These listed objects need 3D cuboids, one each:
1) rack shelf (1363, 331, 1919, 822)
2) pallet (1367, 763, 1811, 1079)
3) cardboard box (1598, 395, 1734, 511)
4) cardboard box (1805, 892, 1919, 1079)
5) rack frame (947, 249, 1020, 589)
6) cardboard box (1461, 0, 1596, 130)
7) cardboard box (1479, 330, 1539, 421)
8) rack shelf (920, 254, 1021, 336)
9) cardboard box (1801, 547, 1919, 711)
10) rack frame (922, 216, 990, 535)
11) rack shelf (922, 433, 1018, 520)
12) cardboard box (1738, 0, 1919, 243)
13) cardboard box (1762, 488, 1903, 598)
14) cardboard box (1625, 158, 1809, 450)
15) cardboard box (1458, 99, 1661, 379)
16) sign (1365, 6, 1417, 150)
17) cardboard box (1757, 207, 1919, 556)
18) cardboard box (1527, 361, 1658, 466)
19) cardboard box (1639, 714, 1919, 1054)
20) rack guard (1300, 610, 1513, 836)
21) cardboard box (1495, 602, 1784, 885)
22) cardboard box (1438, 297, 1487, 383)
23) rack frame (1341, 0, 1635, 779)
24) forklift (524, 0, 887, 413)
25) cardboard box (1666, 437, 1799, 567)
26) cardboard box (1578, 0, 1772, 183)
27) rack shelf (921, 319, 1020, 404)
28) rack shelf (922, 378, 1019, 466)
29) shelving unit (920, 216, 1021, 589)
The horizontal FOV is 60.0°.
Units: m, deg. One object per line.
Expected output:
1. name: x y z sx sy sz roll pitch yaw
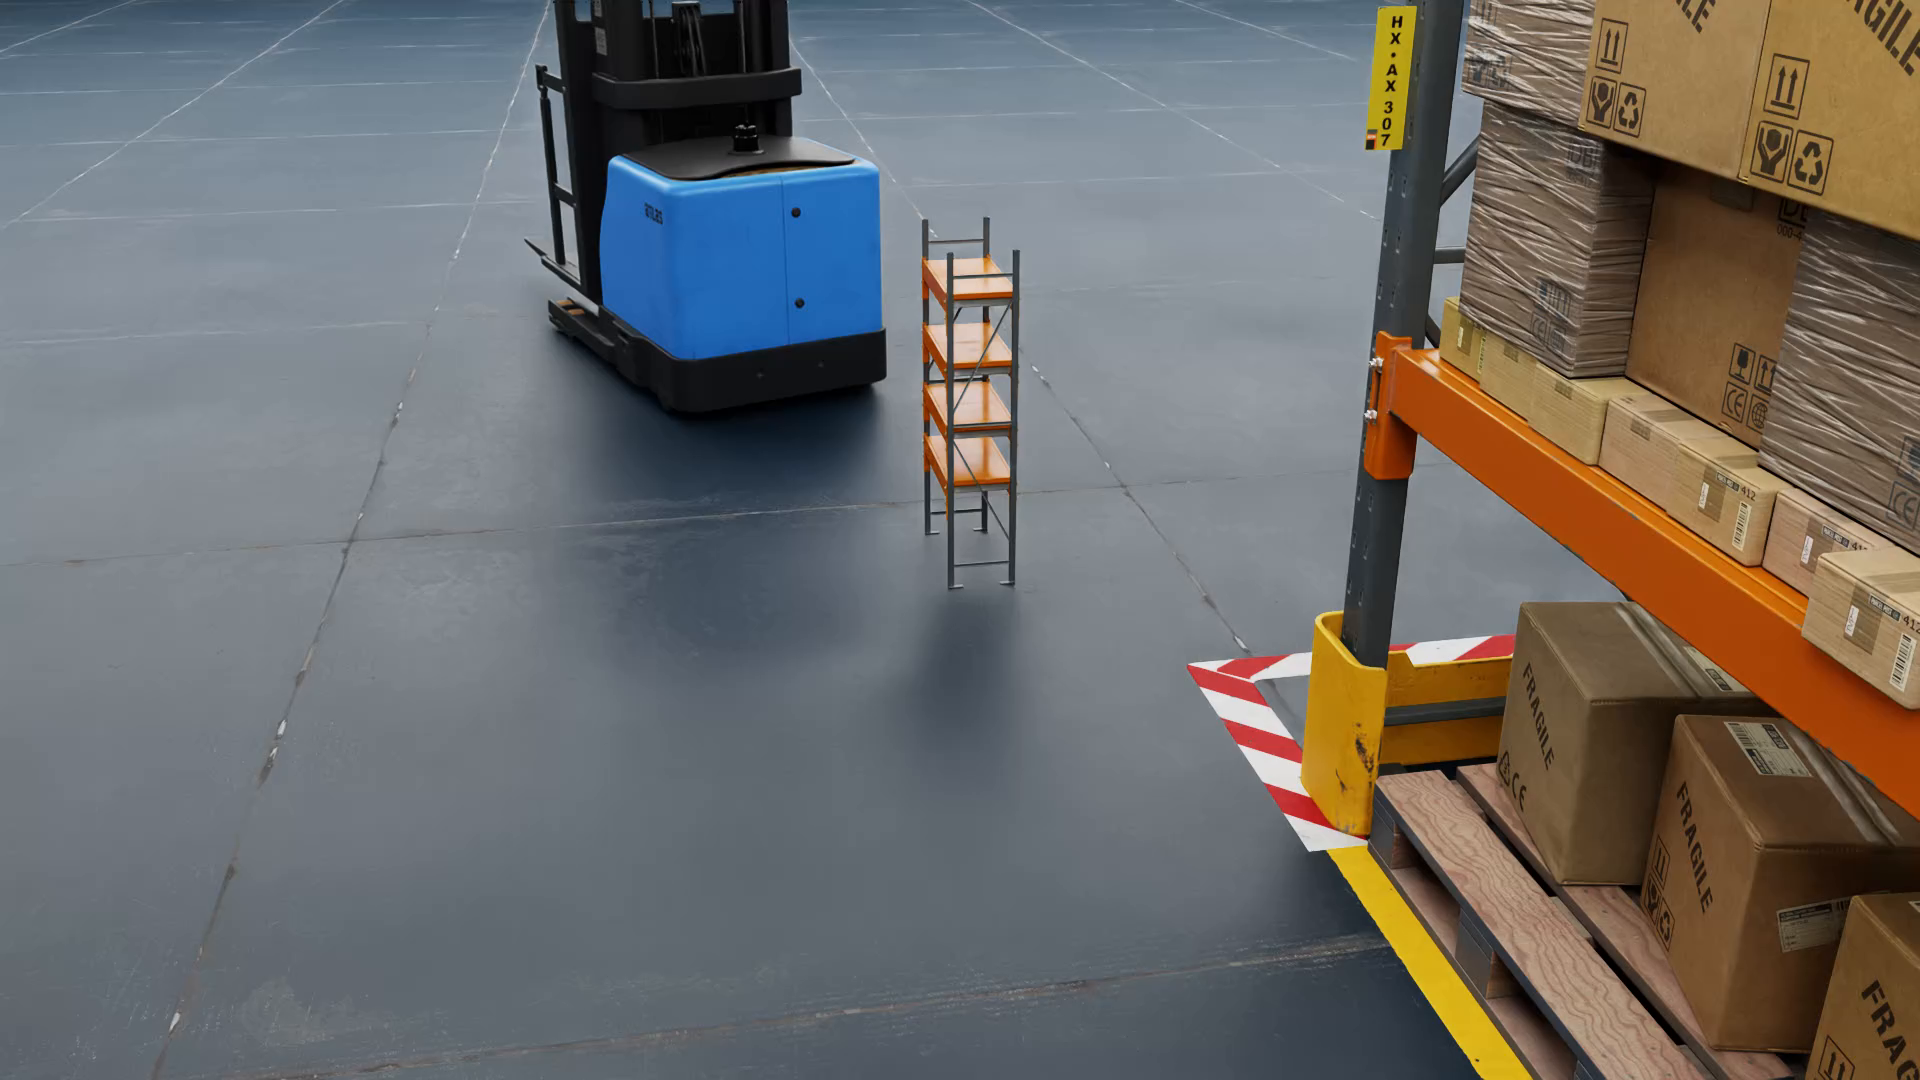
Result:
1. rack shelf: 1.912 0.396 2.495 1.077 0.370 4.000 -4 24 -10
2. pallet: 1.672 0.909 3.904 1.003 0.211 1.213 -4 24 -10
3. cardboard box: 1.486 -0.180 3.227 0.380 0.149 0.250 -4 24 -10
4. cardboard box: 1.883 0.960 2.903 0.500 0.500 0.500 -2 24 -5
5. rack frame: 0.076 -0.389 5.641 0.240 1.200 0.015 -4 24 -10
6. cardboard box: 1.376 -1.124 3.331 0.500 0.500 0.500 -4 24 -10
7. cardboard box: 1.388 -0.376 3.677 0.380 0.149 0.250 -4 24 -10
8. rack shelf: 0.031 -0.845 5.704 0.258 0.148 0.480 -4 24 -10
9. cardboard box: 1.543 0.122 2.538 0.380 0.149 0.250 -4 24 -10
10. rack frame: -0.014 -0.581 6.081 0.240 1.200 0.015 -4 24 -10
11. rack shelf: 0.031 -0.241 5.967 0.258 0.148 0.480 -4 24 -10
12. cardboard box: 1.556 -0.731 2.429 0.500 0.500 0.500 -4 24 -10
13. cardboard box: 1.599 0.016 2.780 0.380 0.149 0.250 -4 24 -10
14. cardboard box: 1.827 -0.496 3.142 0.875 0.500 0.500 -4 24 -10
15. cardboard box: 1.617 -0.684 3.572 0.875 0.500 0.500 -4 24 -10
16. sign: 1.009 -1.077 3.886 0.100 0.325 0.005 -4 24 -10
17. cardboard box: 1.878 -0.297 2.685 0.875 0.500 0.500 -4 24 -10
18. cardboard box: 1.420 -0.276 3.449 0.380 0.149 0.250 -4 24 -10
19. cardboard box: 1.786 0.712 3.470 0.500 0.500 0.500 2 24 4
20. rack guard: 1.556 0.455 4.584 1.175 0.500 0.348 -4 24 -10
21. cardboard box: 1.641 0.479 4.003 0.500 0.500 0.500 0 24 0
22. cardboard box: 1.361 -0.476 3.905 0.380 0.149 0.250 -4 24 -10
23. rack frame: 1.542 -0.720 4.152 1.000 3.000 0.127 -4 24 -10
24. forklift: -1.512 -2.455 8.210 1.130 2.935 3.031 -13 27 -27
25. cardboard box: 1.526 -0.081 3.001 0.380 0.149 0.250 -4 24 -10
26. cardboard box: 1.462 -0.927 2.879 0.500 0.500 0.500 -4 24 -10
27. rack shelf: 0.031 -0.628 5.798 0.258 0.148 0.480 -4 24 -10
28. rack shelf: 0.031 -0.423 5.888 0.258 0.148 0.480 -4 24 -10
29. shelving unit: 0.031 -0.485 5.861 0.258 1.200 0.503 -4 24 -10
